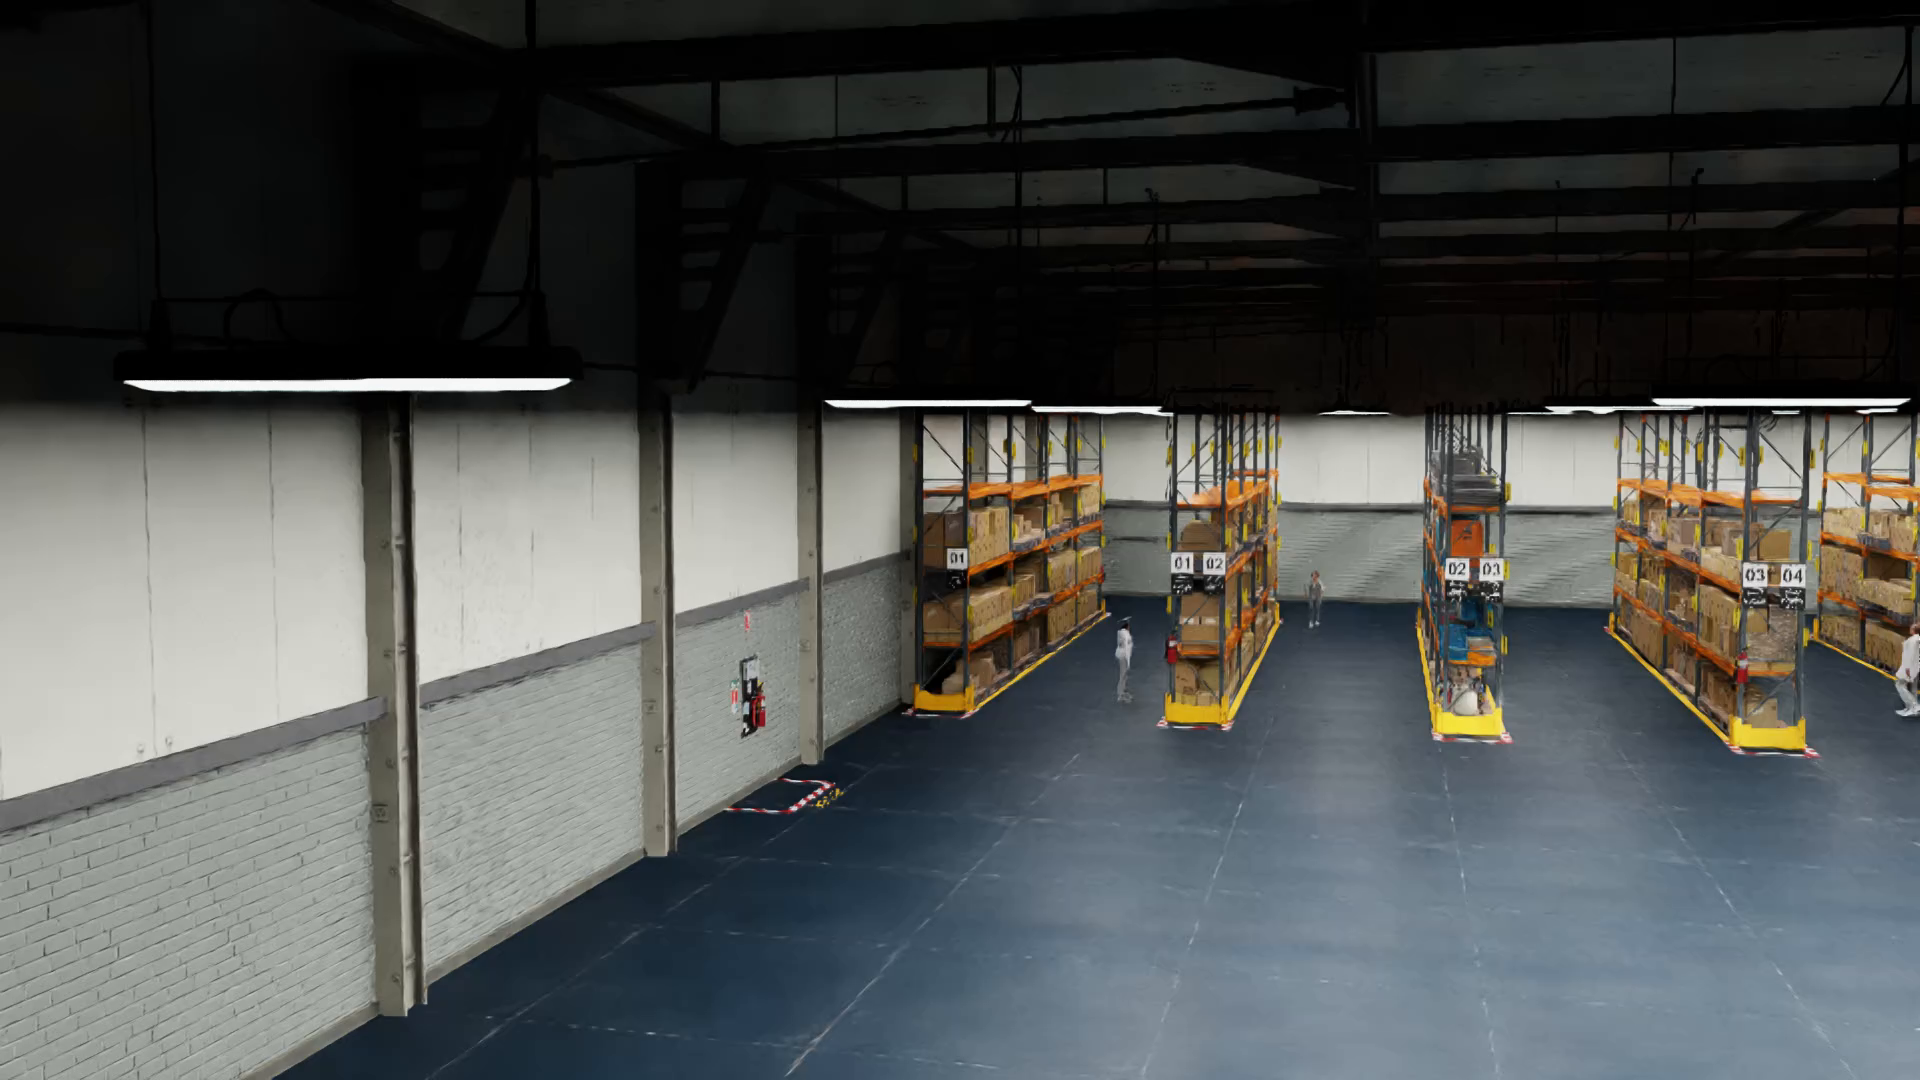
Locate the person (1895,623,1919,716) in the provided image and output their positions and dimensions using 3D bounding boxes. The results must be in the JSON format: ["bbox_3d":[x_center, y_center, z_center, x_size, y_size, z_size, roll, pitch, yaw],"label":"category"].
[{"bbox_3d":[18.219,2.474,31.894,0.683,1.776,0.466,-4,6,-40],"label":"person"}]

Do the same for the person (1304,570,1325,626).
[{"bbox_3d":[9.758,1.587,45.755,0.560,1.512,0.820,1,4,10],"label":"person"}]

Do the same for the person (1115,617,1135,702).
[{"bbox_3d":[3.362,2.394,33.588,0.469,1.688,0.604,-1,4,-16],"label":"person"}]
